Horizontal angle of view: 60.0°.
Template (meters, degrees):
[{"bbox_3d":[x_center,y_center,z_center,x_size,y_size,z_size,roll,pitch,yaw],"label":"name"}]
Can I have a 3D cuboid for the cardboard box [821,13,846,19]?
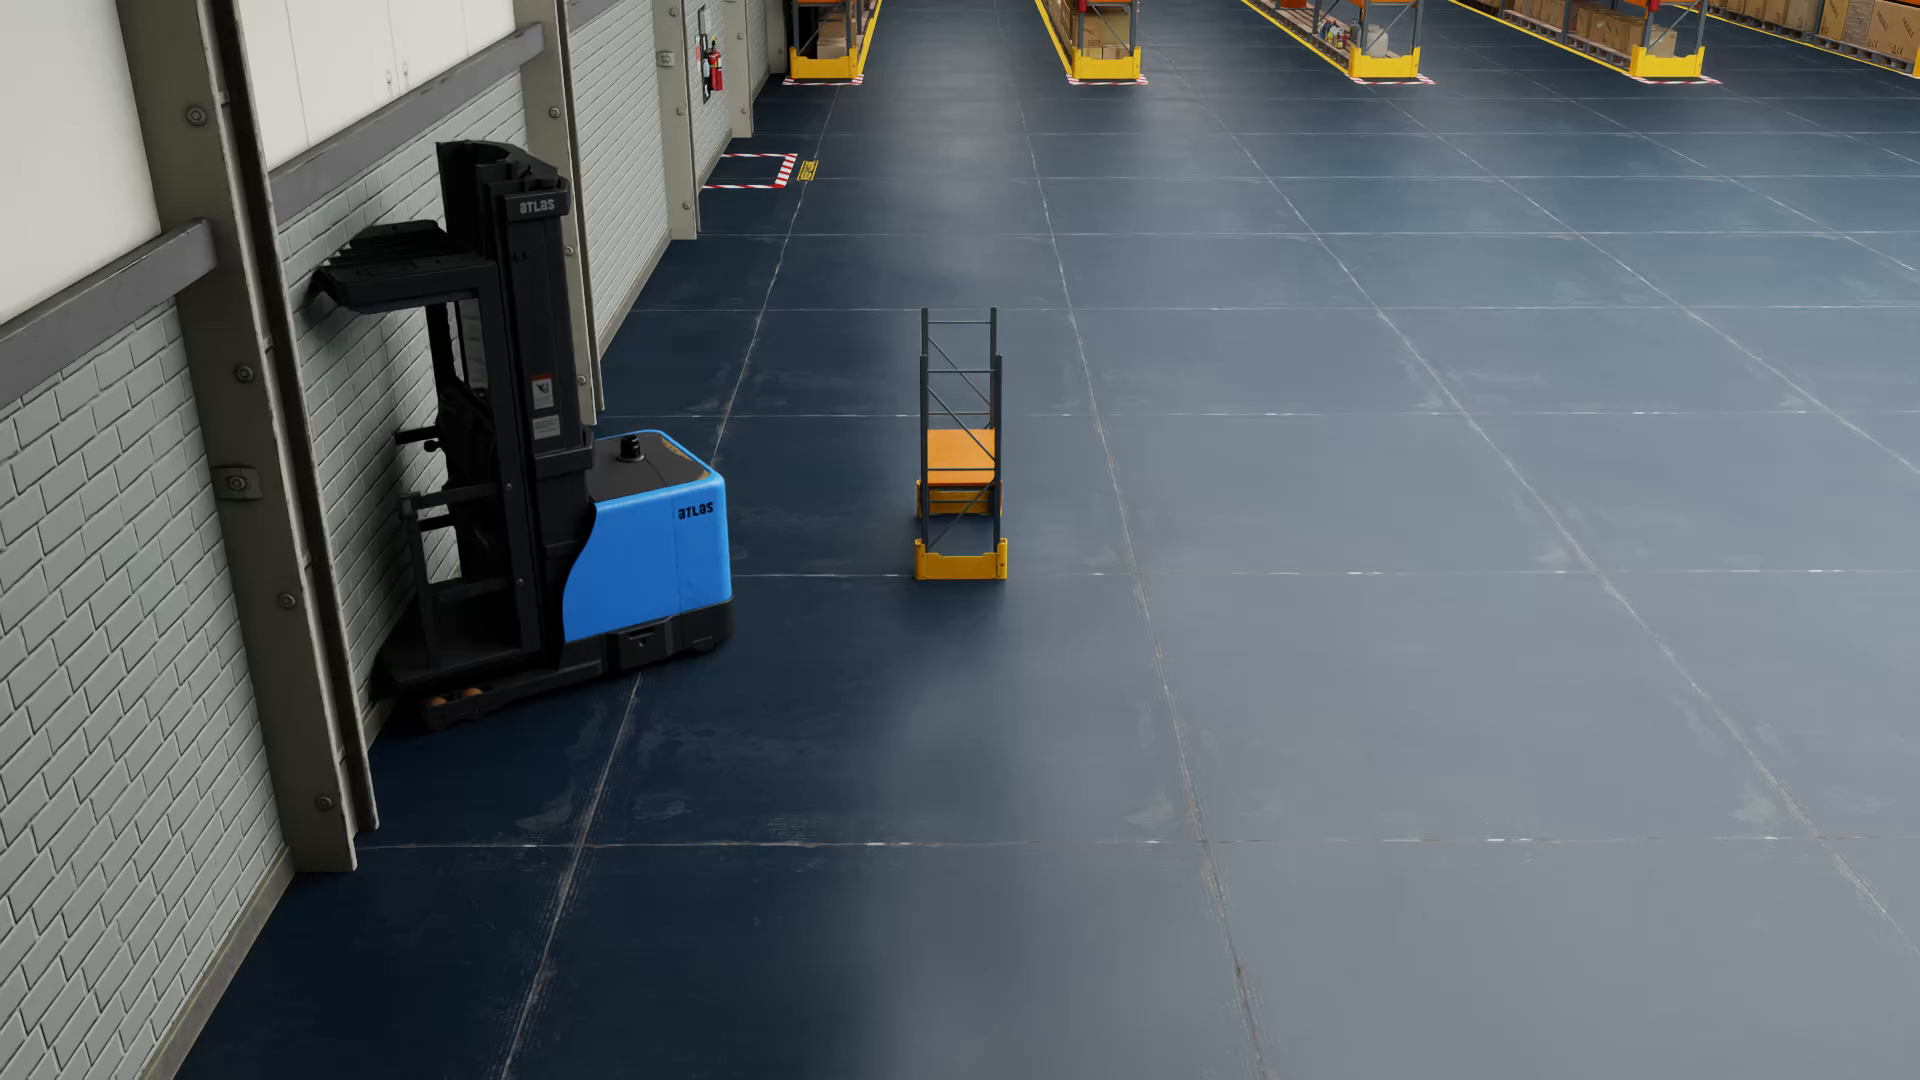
[{"bbox_3d":[-2.385,-9.779,31.731,0.500,0.500,0.500,-2,24,-5],"label":"cardboard box"}]

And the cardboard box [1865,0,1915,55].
[{"bbox_3d":[17.342,-9.409,30.482,0.875,0.875,0.875,-1,24,-1],"label":"cardboard box"}]

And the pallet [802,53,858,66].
[{"bbox_3d":[-2.367,-8.592,29.992,1.003,0.211,1.213,0,24,-1],"label":"pallet"}]

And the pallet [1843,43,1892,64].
[{"bbox_3d":[17.330,-9.104,31.123,1.003,0.211,1.213,0,24,-1],"label":"pallet"}]

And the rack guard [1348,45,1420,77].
[{"bbox_3d":[7.466,-8.433,29.290,1.175,0.500,0.348,0,24,-1],"label":"rack guard"}]

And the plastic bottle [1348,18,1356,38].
[{"bbox_3d":[7.622,-9.918,32.220,0.144,0.351,0.185,0,24,-1],"label":"plastic bottle"}]

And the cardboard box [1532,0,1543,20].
[{"bbox_3d":[12.439,-11.183,34.836,0.700,0.500,0.500,2,24,4],"label":"cardboard box"}]

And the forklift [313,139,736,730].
[{"bbox_3d":[-2.848,-0.560,8.931,3.031,2.935,1.130,-15,28,-29],"label":"forklift"}]

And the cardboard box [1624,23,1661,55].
[{"bbox_3d":[12.436,-9.119,30.297,0.500,0.500,0.500,6,25,13],"label":"cardboard box"}]

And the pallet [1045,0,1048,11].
[{"bbox_3d":[2.493,-12.356,38.313,1.003,0.211,1.213,0,24,-1],"label":"pallet"}]

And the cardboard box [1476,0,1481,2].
[{"bbox_3d":[12.391,-12.735,37.836,1.225,0.875,0.875,0,24,0],"label":"cardboard box"}]

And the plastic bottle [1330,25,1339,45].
[{"bbox_3d":[7.073,-9.519,31.337,0.144,0.351,0.185,1,24,2],"label":"plastic bottle"}]

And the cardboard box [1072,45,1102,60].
[{"bbox_3d":[2.260,-8.679,29.626,0.500,0.250,0.500,0,24,-1],"label":"cardboard box"}]

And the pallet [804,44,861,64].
[{"bbox_3d":[-2.377,-9.094,31.101,1.003,0.211,1.213,0,24,-1],"label":"pallet"}]

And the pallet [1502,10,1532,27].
[{"bbox_3d":[12.387,-11.267,35.906,1.003,0.211,1.213,0,24,-1],"label":"pallet"}]

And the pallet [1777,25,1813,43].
[{"bbox_3d":[17.300,-10.239,33.634,1.003,0.211,1.213,0,24,-1],"label":"pallet"}]

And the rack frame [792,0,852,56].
[{"bbox_3d":[-2.392,-9.497,28.607,1.000,3.000,0.127,0,24,-1],"label":"rack frame"}]

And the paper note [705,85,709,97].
[{"bbox_3d":[-3.278,-5.816,21.538,0.016,0.148,0.142,0,24,-1],"label":"paper note"}]

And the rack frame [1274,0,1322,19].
[{"bbox_3d":[7.427,-12.838,35.995,1.000,3.000,0.127,0,24,-1],"label":"rack frame"}]

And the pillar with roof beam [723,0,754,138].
[{"bbox_3d":[1.105,-10.062,22.577,9.100,9.000,0.400,0,24,-1],"label":"pillar with roof beam"}]

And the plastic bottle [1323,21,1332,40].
[{"bbox_3d":[7.066,-9.771,31.894,0.144,0.351,0.185,-1,24,-3],"label":"plastic bottle"}]

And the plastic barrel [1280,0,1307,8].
[{"bbox_3d":[7.404,-12.242,36.801,0.600,0.830,0.708,0,24,-1],"label":"plastic barrel"}]

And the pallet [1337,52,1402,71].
[{"bbox_3d":[7.463,-8.636,30.089,1.003,0.211,1.213,0,24,-1],"label":"pallet"}]

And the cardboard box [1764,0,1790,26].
[{"bbox_3d":[17.280,-11.012,34.177,1.050,0.750,0.750,0,24,-1],"label":"cardboard box"}]

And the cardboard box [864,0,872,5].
[{"bbox_3d":[-2.356,-12.309,36.924,0.750,0.750,0.750,-1,24,-1],"label":"cardboard box"}]

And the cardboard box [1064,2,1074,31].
[{"bbox_3d":[2.220,-9.844,31.293,0.500,0.500,0.500,0,24,-1],"label":"cardboard box"}]

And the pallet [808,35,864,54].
[{"bbox_3d":[-2.393,-9.598,32.215,1.003,0.211,1.213,0,24,-1],"label":"pallet"}]

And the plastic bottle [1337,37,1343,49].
[{"bbox_3d":[7.056,-9.221,30.861,0.097,0.201,0.097,0,24,0],"label":"plastic bottle"}]

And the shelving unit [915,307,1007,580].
[{"bbox_3d":[0.001,-0.652,10.871,0.587,1.500,1.083,0,24,-1],"label":"shelving unit"}]

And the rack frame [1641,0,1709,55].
[{"bbox_3d":[12.467,-9.563,28.755,1.000,3.000,0.127,0,24,-1],"label":"rack frame"}]

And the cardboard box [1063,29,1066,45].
[{"bbox_3d":[2.220,-9.503,31.448,0.500,0.250,0.500,0,24,-1],"label":"cardboard box"}]

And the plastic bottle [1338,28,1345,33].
[{"bbox_3d":[7.219,-9.572,31.546,0.152,0.276,0.135,0,24,-1],"label":"plastic bottle"}]

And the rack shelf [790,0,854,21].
[{"bbox_3d":[-2.414,-9.993,30.578,1.077,0.370,4.000,0,24,-1],"label":"rack shelf"}]

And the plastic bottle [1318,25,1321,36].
[{"bbox_3d":[7.037,-9.940,32.449,0.097,0.201,0.097,0,24,0],"label":"plastic bottle"}]

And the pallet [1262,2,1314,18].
[{"bbox_3d":[7.377,-11.892,37.287,1.003,0.211,1.213,0,24,-1],"label":"pallet"}]

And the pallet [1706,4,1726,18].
[{"bbox_3d":[17.333,-11.892,37.288,1.003,0.211,1.213,0,24,-1],"label":"pallet"}]

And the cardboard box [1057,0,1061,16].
[{"bbox_3d":[2.214,-10.743,33.509,0.500,0.311,0.500,0,24,1],"label":"cardboard box"}]

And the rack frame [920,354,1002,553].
[{"bbox_3d":[0.006,-0.439,10.400,0.500,1.500,0.032,0,24,-1],"label":"rack frame"}]

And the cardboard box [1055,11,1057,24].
[{"bbox_3d":[2.213,-10.696,34.086,0.500,0.250,0.500,0,24,1],"label":"cardboard box"}]

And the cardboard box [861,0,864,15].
[{"bbox_3d":[-2.420,-11.558,35.665,0.700,0.500,0.500,0,24,0],"label":"cardboard box"}]

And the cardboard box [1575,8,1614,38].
[{"bbox_3d":[12.387,-10.099,32.463,0.500,0.500,0.500,-1,24,-2],"label":"cardboard box"}]

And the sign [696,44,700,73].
[{"bbox_3d":[-3.308,-6.078,21.006,0.001,0.329,0.234,0,24,-1],"label":"sign"}]

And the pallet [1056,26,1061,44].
[{"bbox_3d":[2.470,-10.202,33.550,1.003,0.211,1.213,0,24,-1],"label":"pallet"}]
